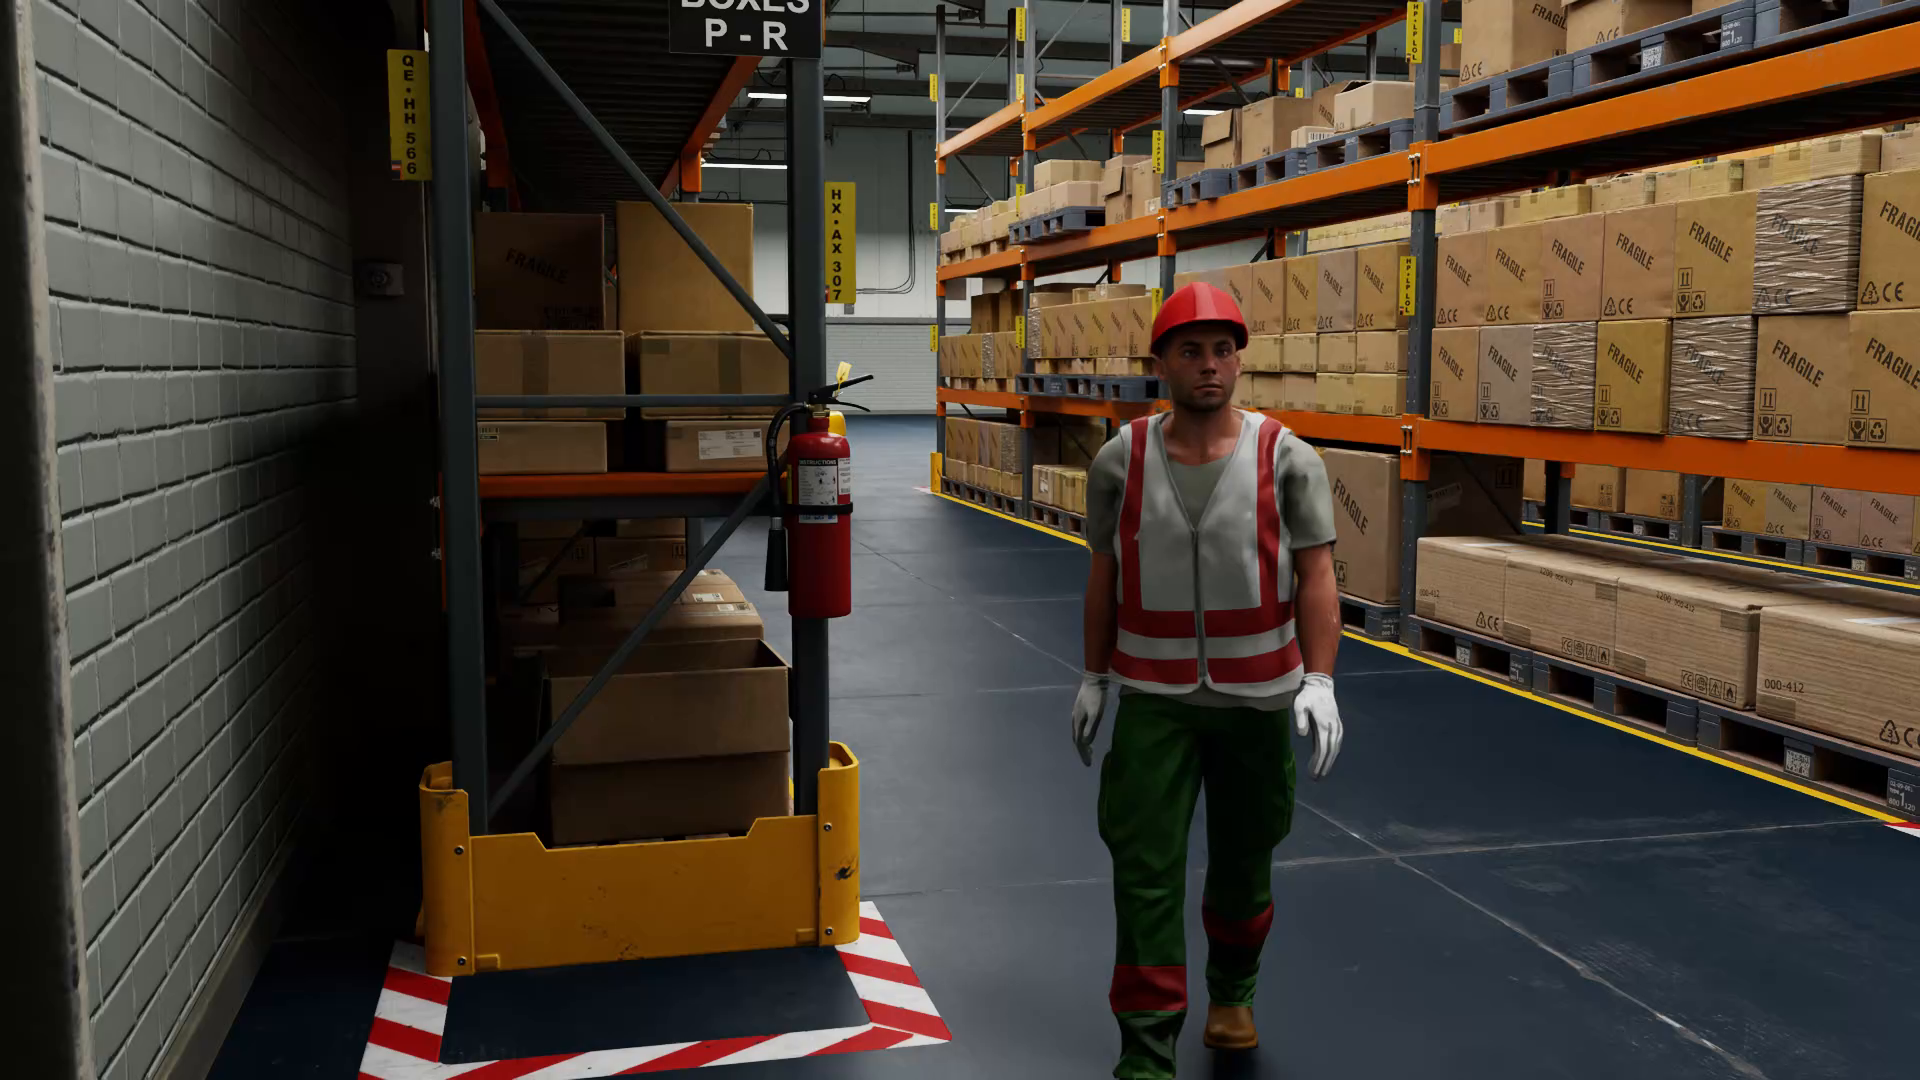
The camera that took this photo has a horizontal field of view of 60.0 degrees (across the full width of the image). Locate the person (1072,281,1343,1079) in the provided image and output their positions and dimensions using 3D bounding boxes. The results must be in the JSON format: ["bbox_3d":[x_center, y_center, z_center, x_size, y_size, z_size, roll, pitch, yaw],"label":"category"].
[{"bbox_3d":[0.504,0.333,3.480,0.570,1.739,0.963,1,6,8],"label":"person"}]
